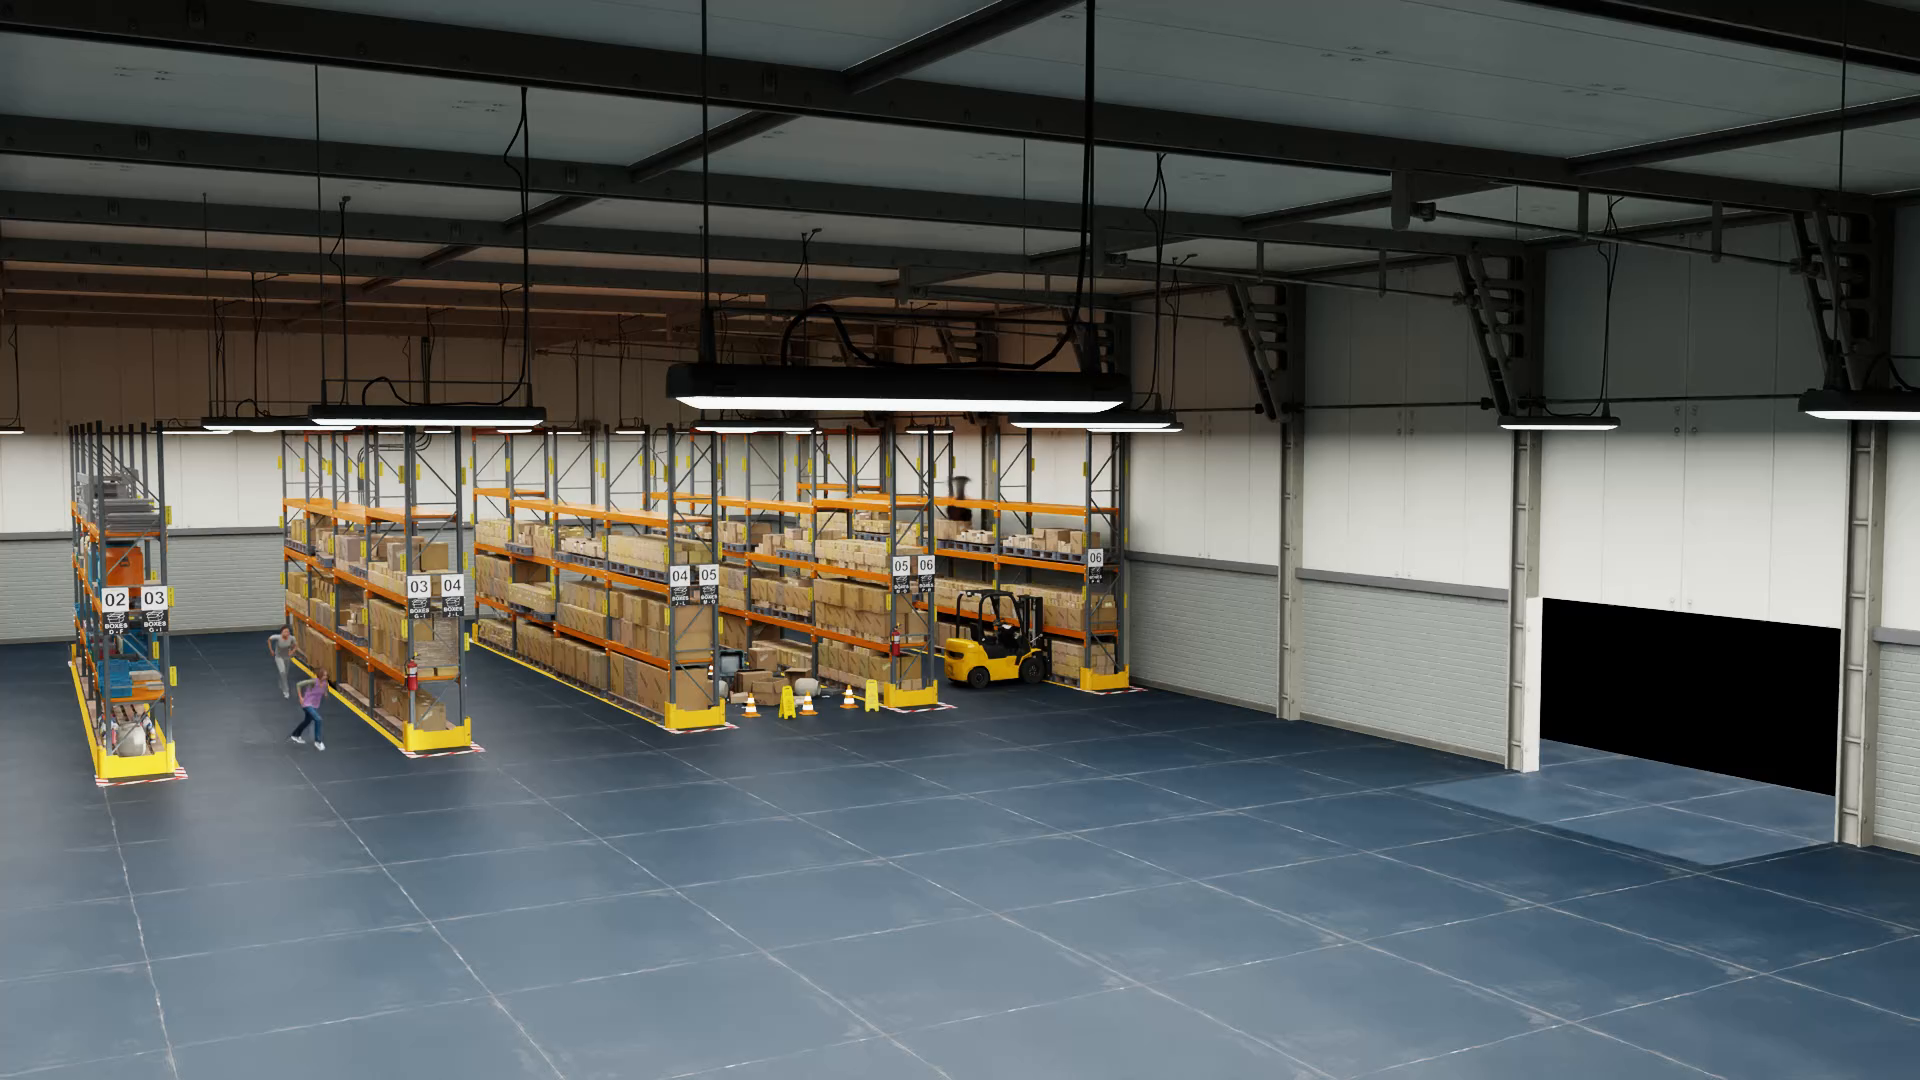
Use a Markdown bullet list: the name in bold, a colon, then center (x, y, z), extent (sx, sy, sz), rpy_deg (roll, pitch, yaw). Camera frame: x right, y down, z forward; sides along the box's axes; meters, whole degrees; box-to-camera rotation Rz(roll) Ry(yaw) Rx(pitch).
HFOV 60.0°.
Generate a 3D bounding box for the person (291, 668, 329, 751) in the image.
- **person**: center (-11.957, 3.105, 30.518), extent (0.906, 1.543, 0.585), rpy_deg (2, 4, 26)

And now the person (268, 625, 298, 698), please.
- **person**: center (-15.012, 2.685, 36.862), extent (0.611, 1.612, 0.965), rpy_deg (-2, 4, -28)

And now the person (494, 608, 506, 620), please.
- **person**: center (-13.516, 1.833, 49.023), extent (0.657, 1.737, 0.806), rpy_deg (1, 4, 22)
